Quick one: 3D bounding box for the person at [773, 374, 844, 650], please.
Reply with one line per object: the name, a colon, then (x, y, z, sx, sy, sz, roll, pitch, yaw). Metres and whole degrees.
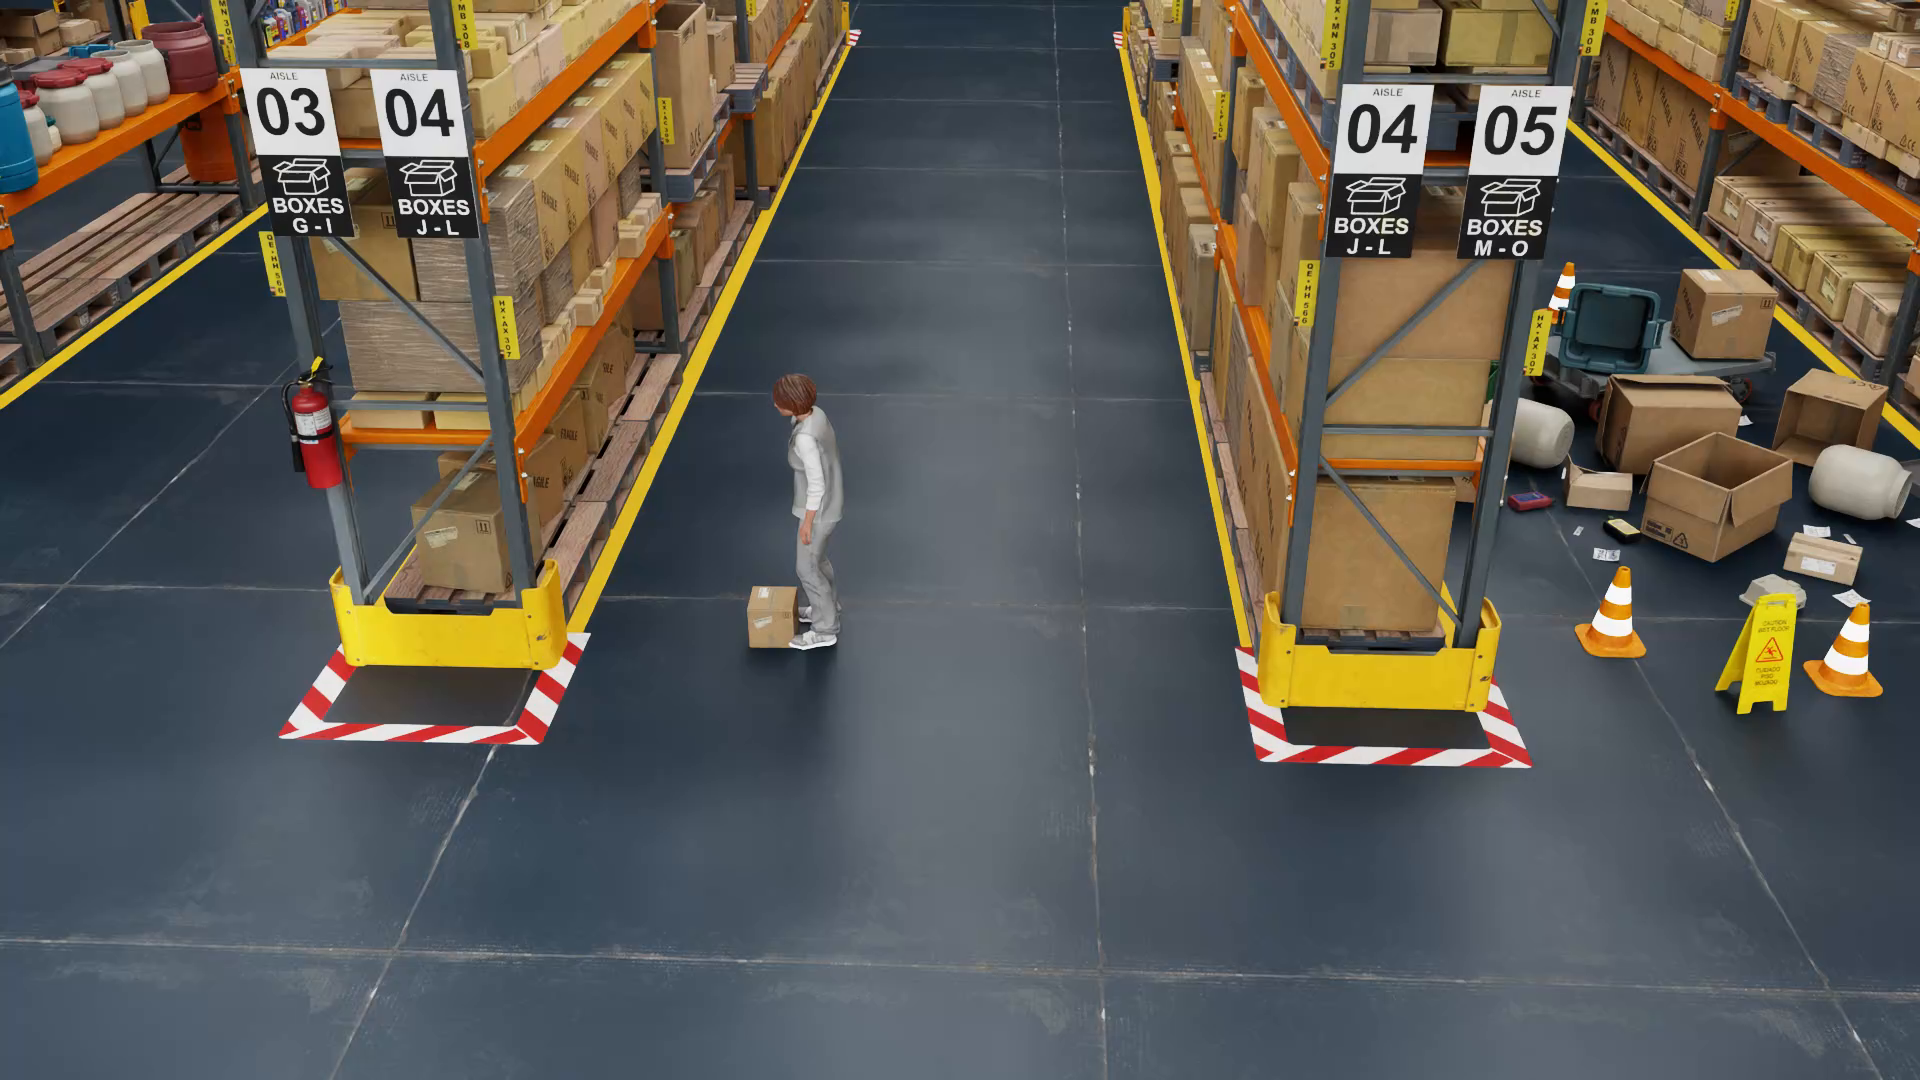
person: (-0.792, -0.161, 8.934, 0.347, 1.592, 0.480, -1, 28, -1)
